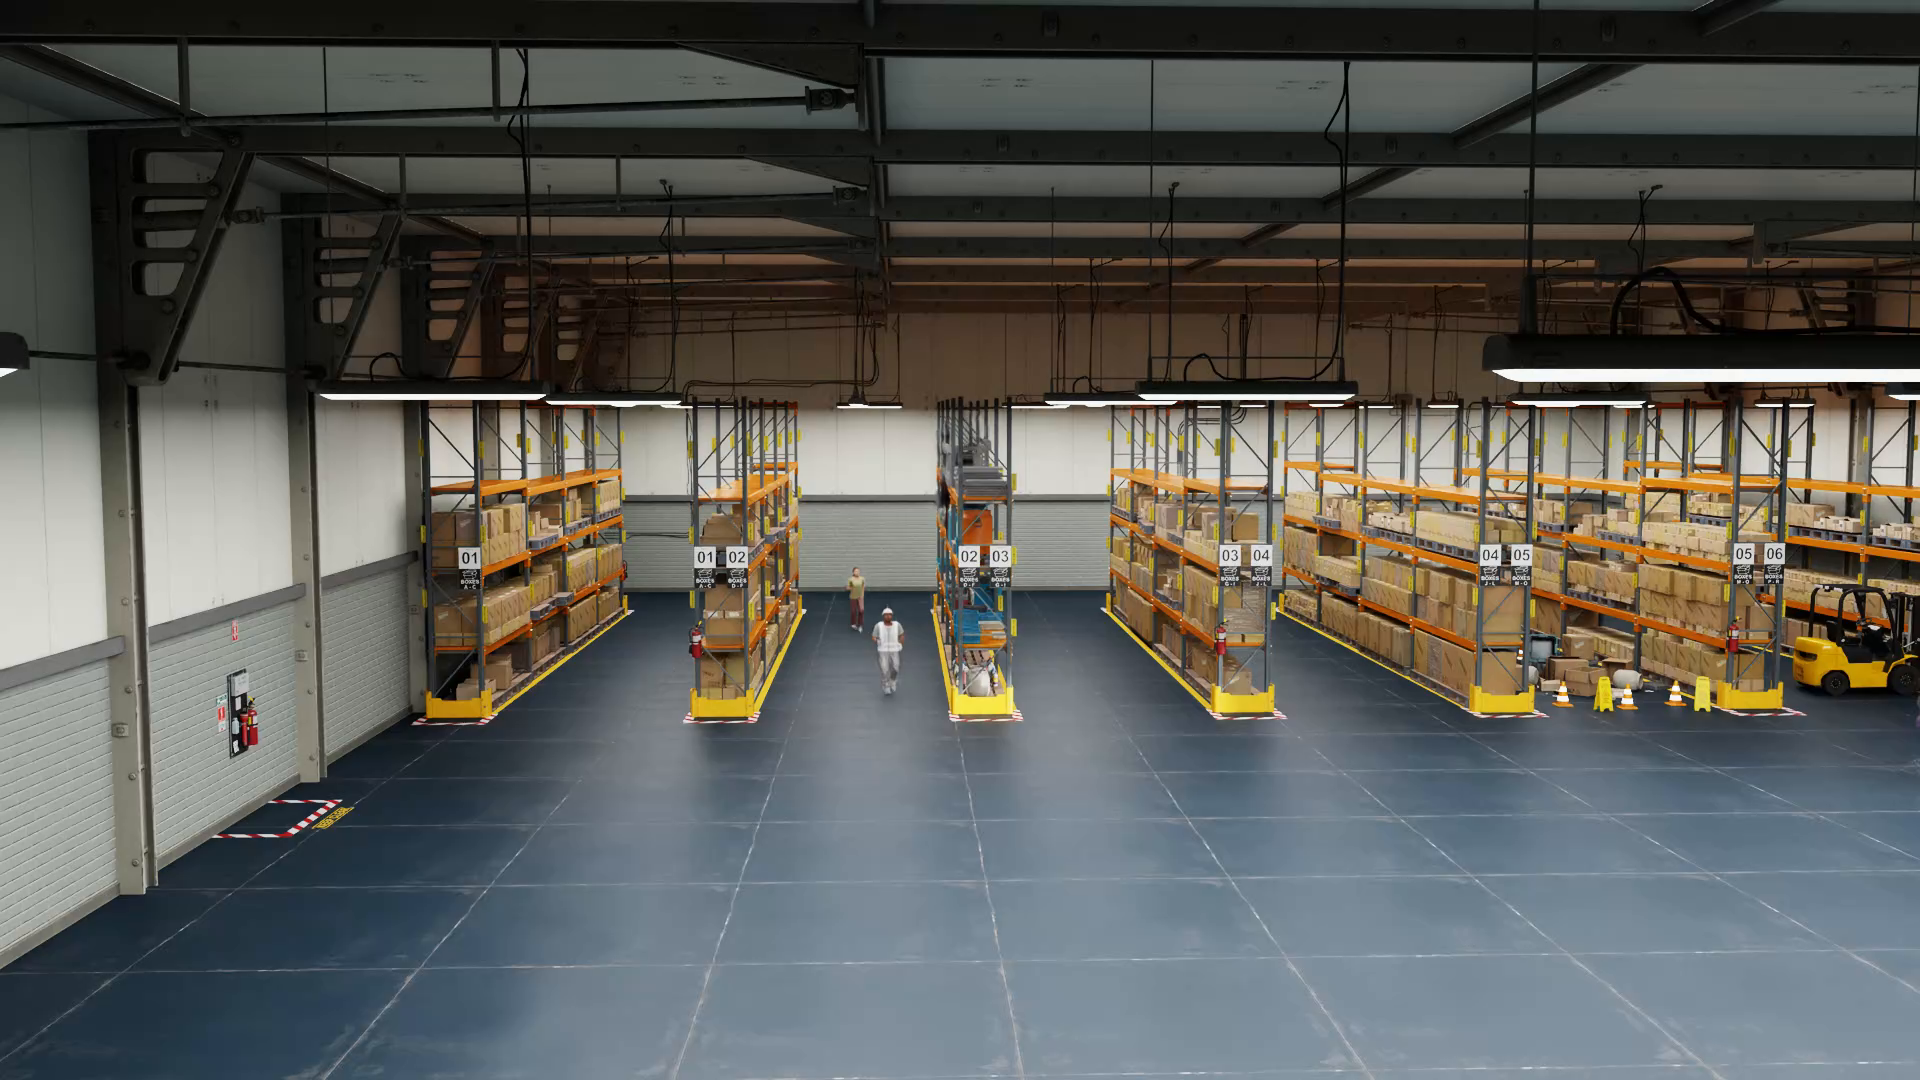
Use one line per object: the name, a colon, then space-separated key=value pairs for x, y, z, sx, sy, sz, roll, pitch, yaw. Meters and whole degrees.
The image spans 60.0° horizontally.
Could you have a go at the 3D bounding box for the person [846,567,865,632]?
person: x=-2.708 y=1.553 z=43.400 sx=0.523 sy=1.719 sz=0.766 roll=-1 pitch=4 yaw=-11

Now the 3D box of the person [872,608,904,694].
person: x=-1.435 y=2.252 z=33.551 sx=0.669 sy=1.736 sz=0.589 roll=-1 pitch=4 yaw=-7

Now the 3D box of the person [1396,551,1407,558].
person: x=13.140 y=1.052 z=49.267 sx=0.848 sy=1.731 sz=0.689 roll=0 pitch=4 yaw=2
